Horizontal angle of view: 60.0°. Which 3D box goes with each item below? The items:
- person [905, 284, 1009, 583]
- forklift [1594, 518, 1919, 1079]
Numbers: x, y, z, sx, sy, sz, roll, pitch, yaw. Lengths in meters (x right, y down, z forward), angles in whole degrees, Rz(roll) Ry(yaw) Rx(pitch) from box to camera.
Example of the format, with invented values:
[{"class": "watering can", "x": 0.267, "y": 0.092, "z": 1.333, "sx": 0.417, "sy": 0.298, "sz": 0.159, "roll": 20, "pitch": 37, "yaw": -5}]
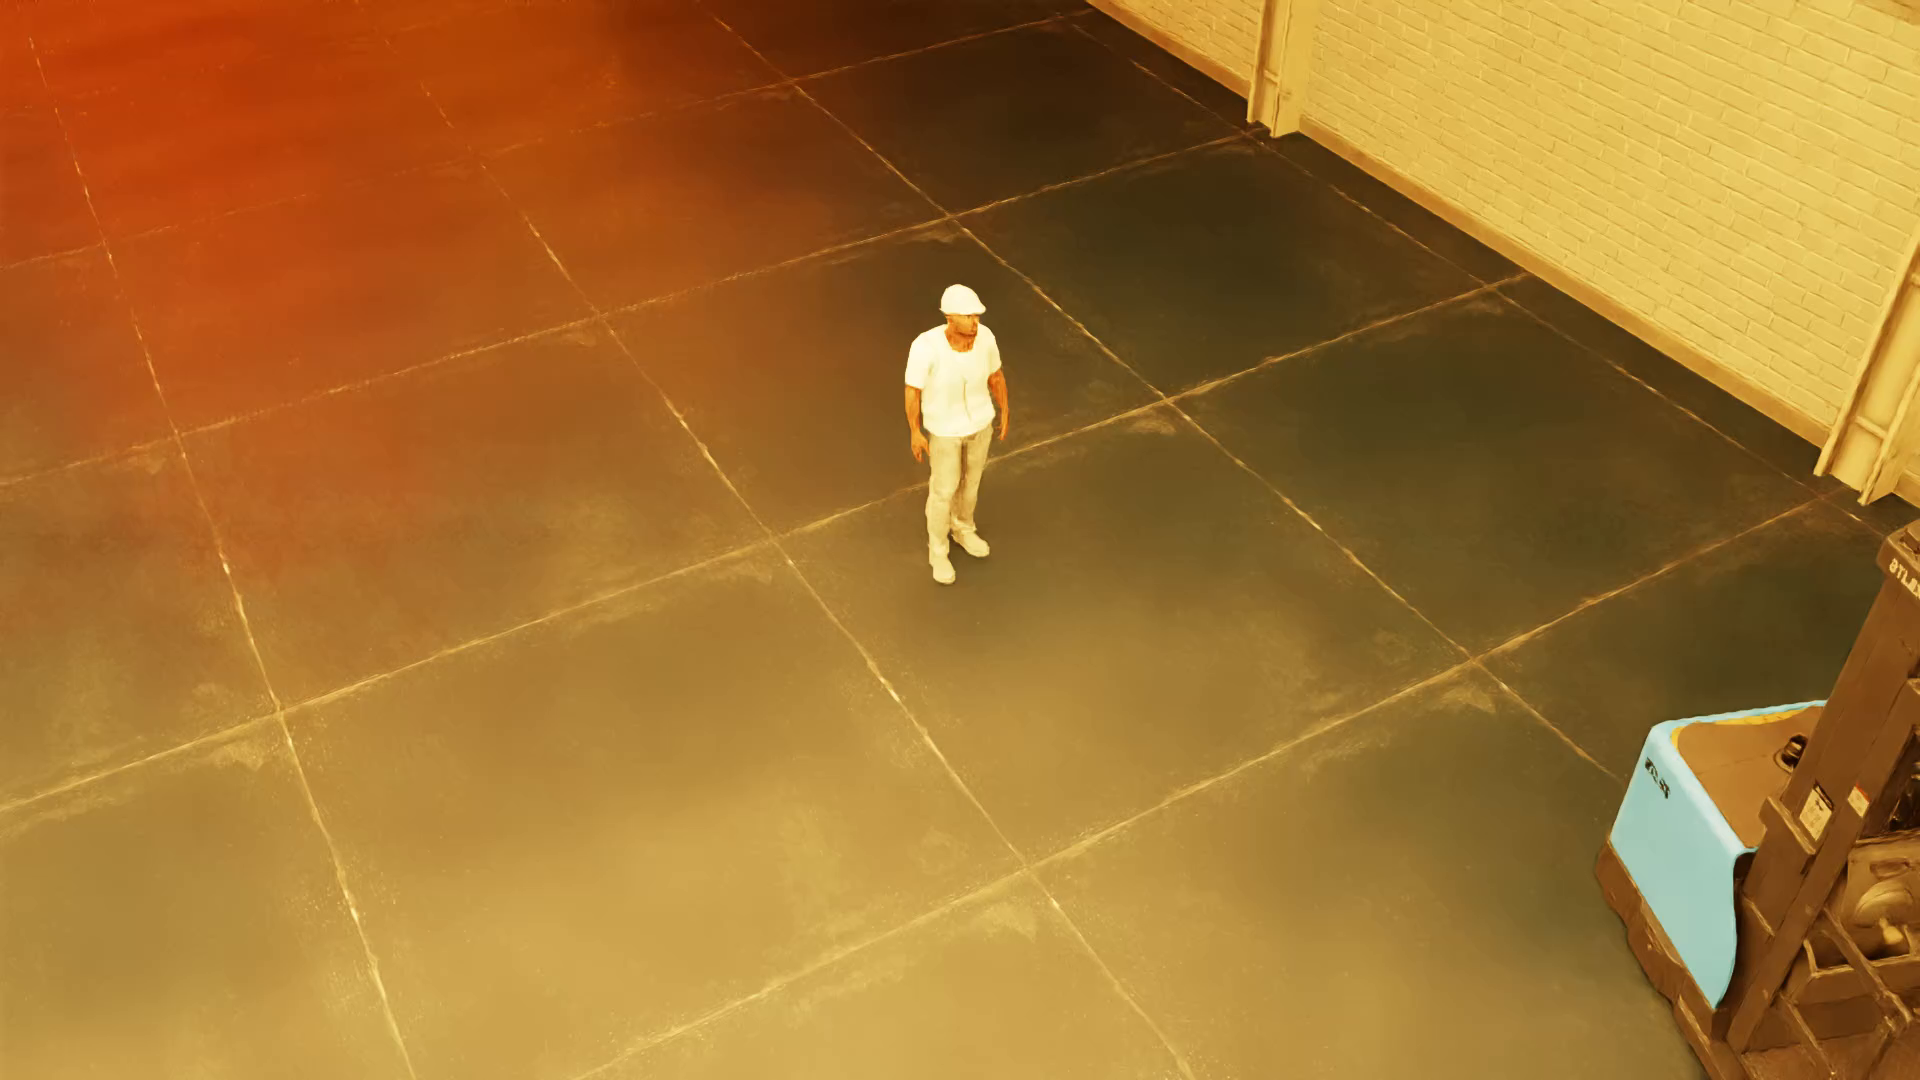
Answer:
[{"class": "person", "x": 0.030, "y": -0.645, "z": 9.715, "sx": 0.665, "sy": 1.766, "sz": 0.576, "roll": -20, "pitch": 44, "yaw": -23}, {"class": "forklift", "x": 3.912, "y": 1.412, "z": 6.334, "sx": 1.130, "sy": 2.935, "sz": 3.031, "roll": -7, "pitch": 40, "yaw": -8}]
